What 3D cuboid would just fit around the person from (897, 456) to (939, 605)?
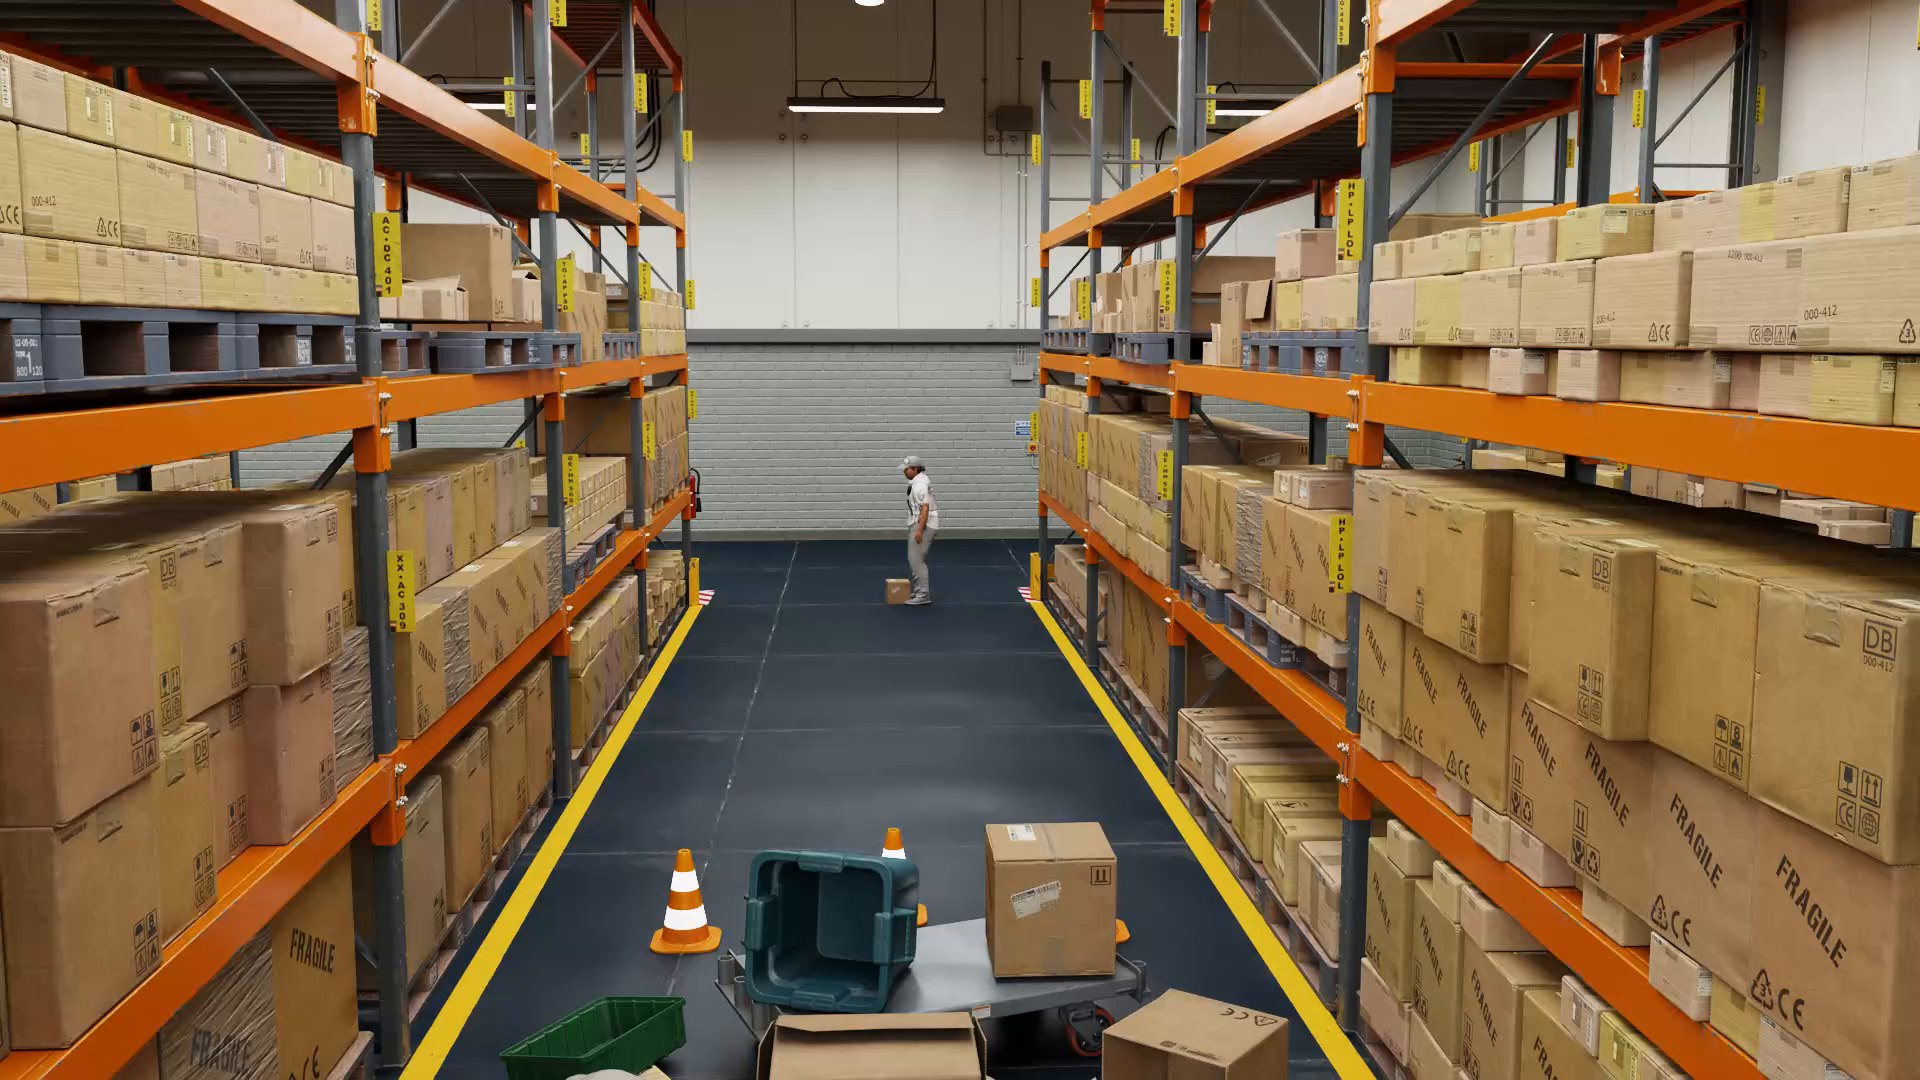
[{"bbox_3d":[-0.480,-0.120,18.710,0.469,1.666,0.563,-1,7,-7],"label":"person"}]
